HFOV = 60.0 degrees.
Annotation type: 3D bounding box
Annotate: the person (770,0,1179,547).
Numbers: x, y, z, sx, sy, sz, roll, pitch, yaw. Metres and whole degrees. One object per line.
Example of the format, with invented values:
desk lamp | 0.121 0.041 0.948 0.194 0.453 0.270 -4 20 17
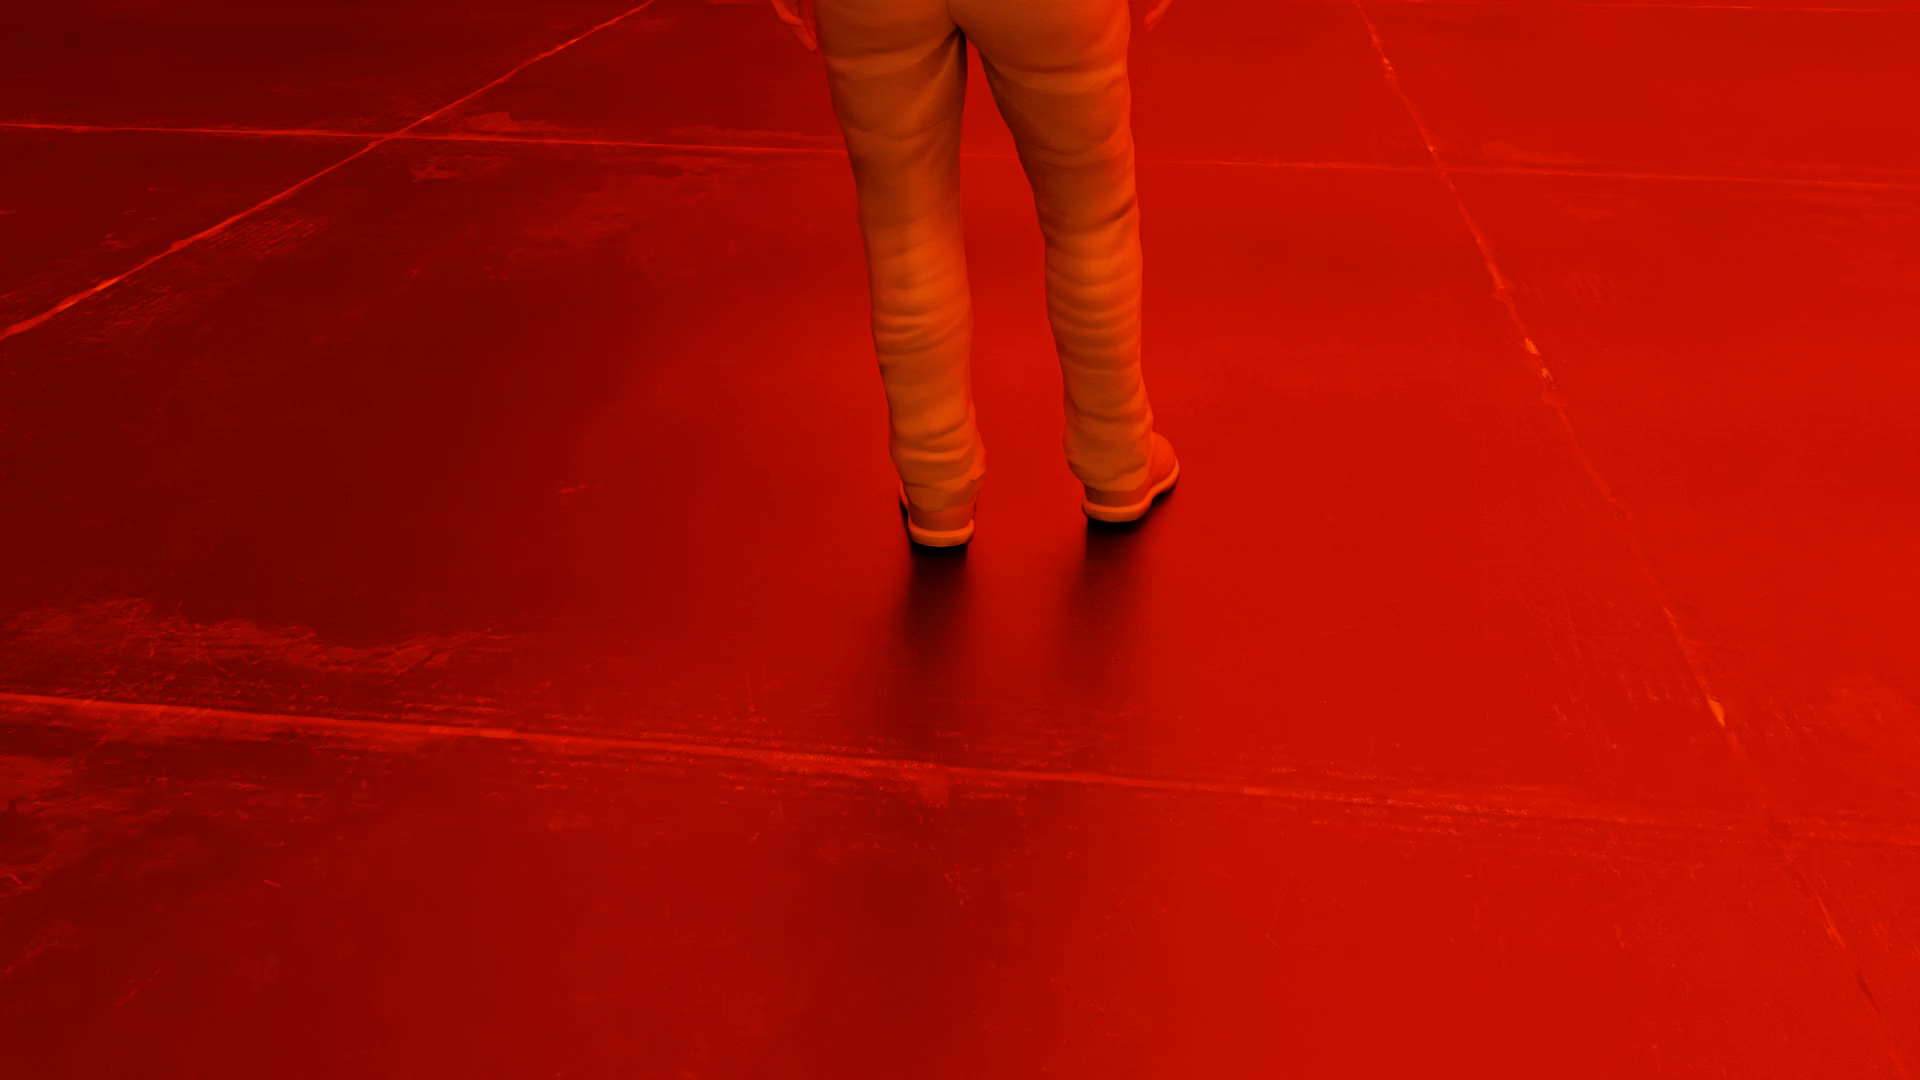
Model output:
person | 0.033 -0.786 2.190 0.598 1.670 0.529 3 27 7
